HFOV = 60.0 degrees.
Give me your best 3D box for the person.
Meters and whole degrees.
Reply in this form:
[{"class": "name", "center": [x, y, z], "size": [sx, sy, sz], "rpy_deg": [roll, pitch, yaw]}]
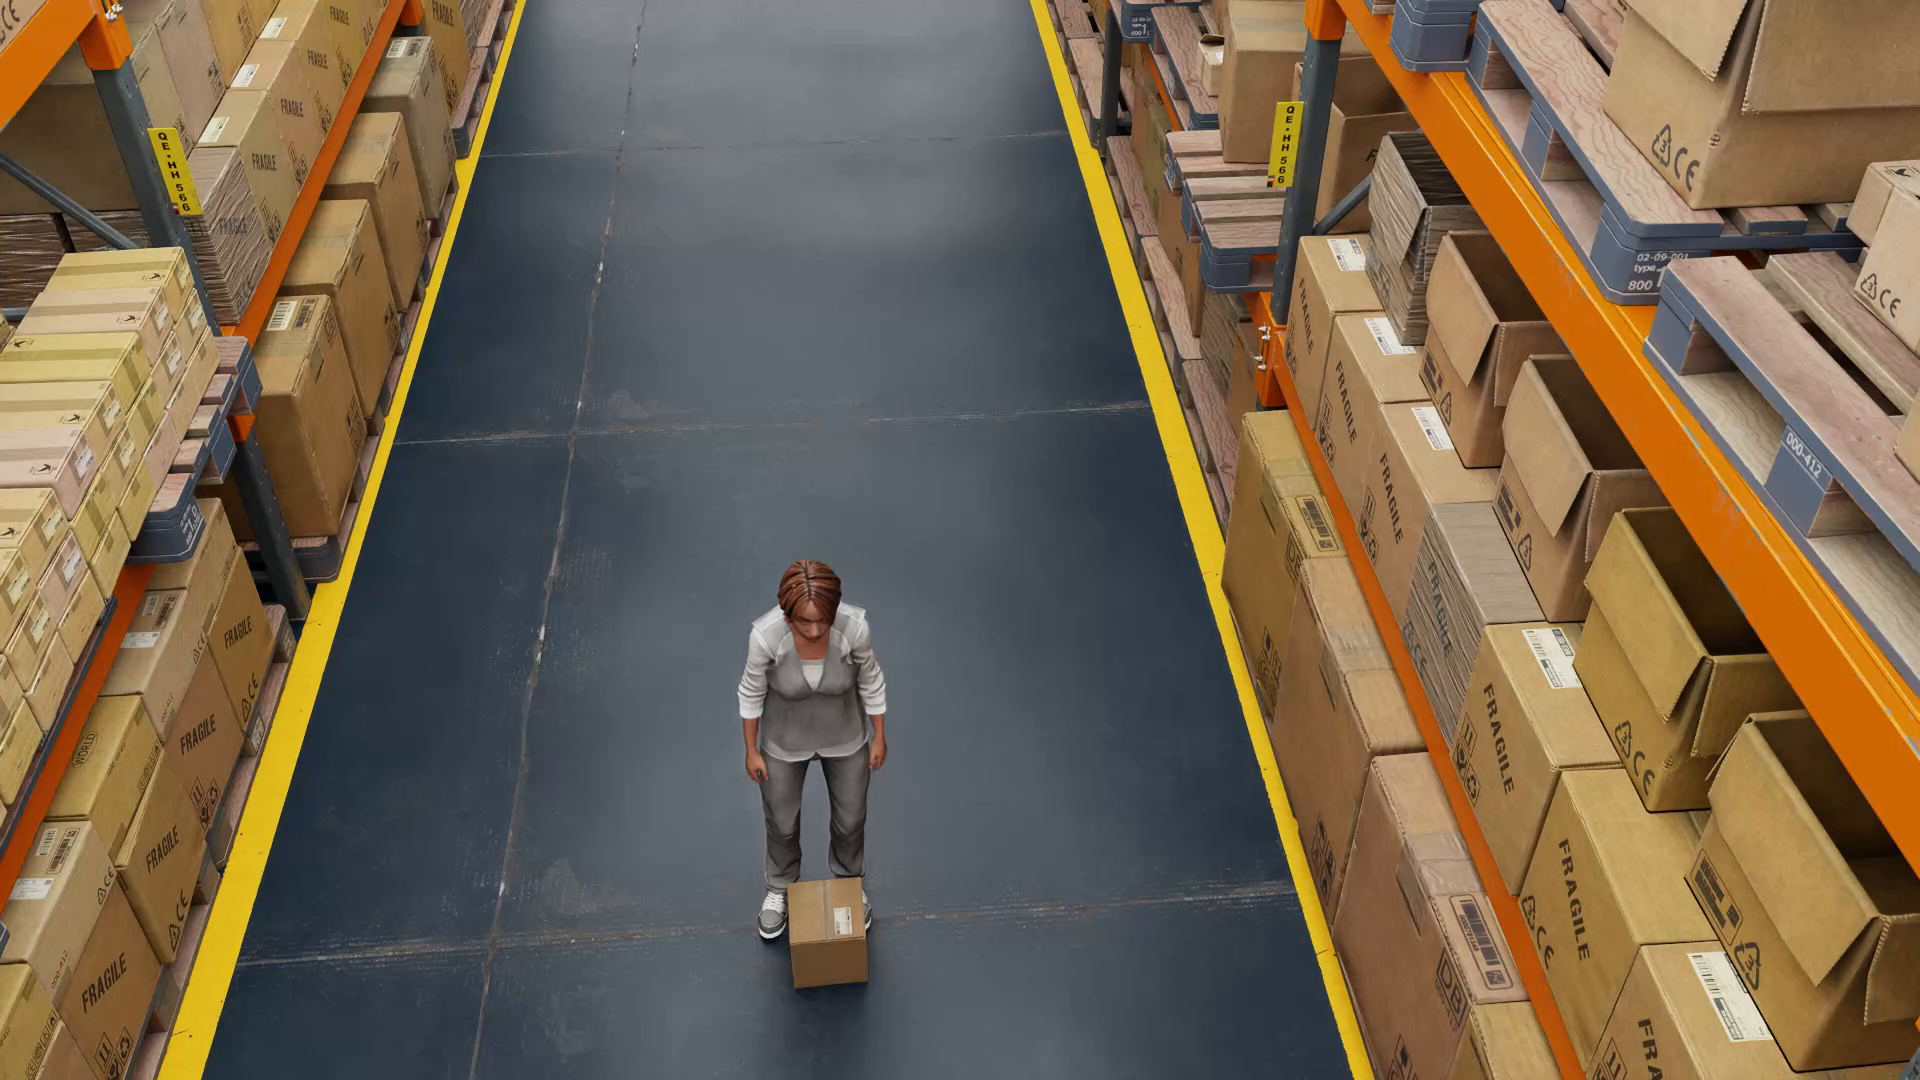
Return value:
[{"class": "person", "center": [-0.472, 0.659, 5.369], "size": [0.485, 1.593, 0.343], "rpy_deg": [-5, 40, -6]}]
